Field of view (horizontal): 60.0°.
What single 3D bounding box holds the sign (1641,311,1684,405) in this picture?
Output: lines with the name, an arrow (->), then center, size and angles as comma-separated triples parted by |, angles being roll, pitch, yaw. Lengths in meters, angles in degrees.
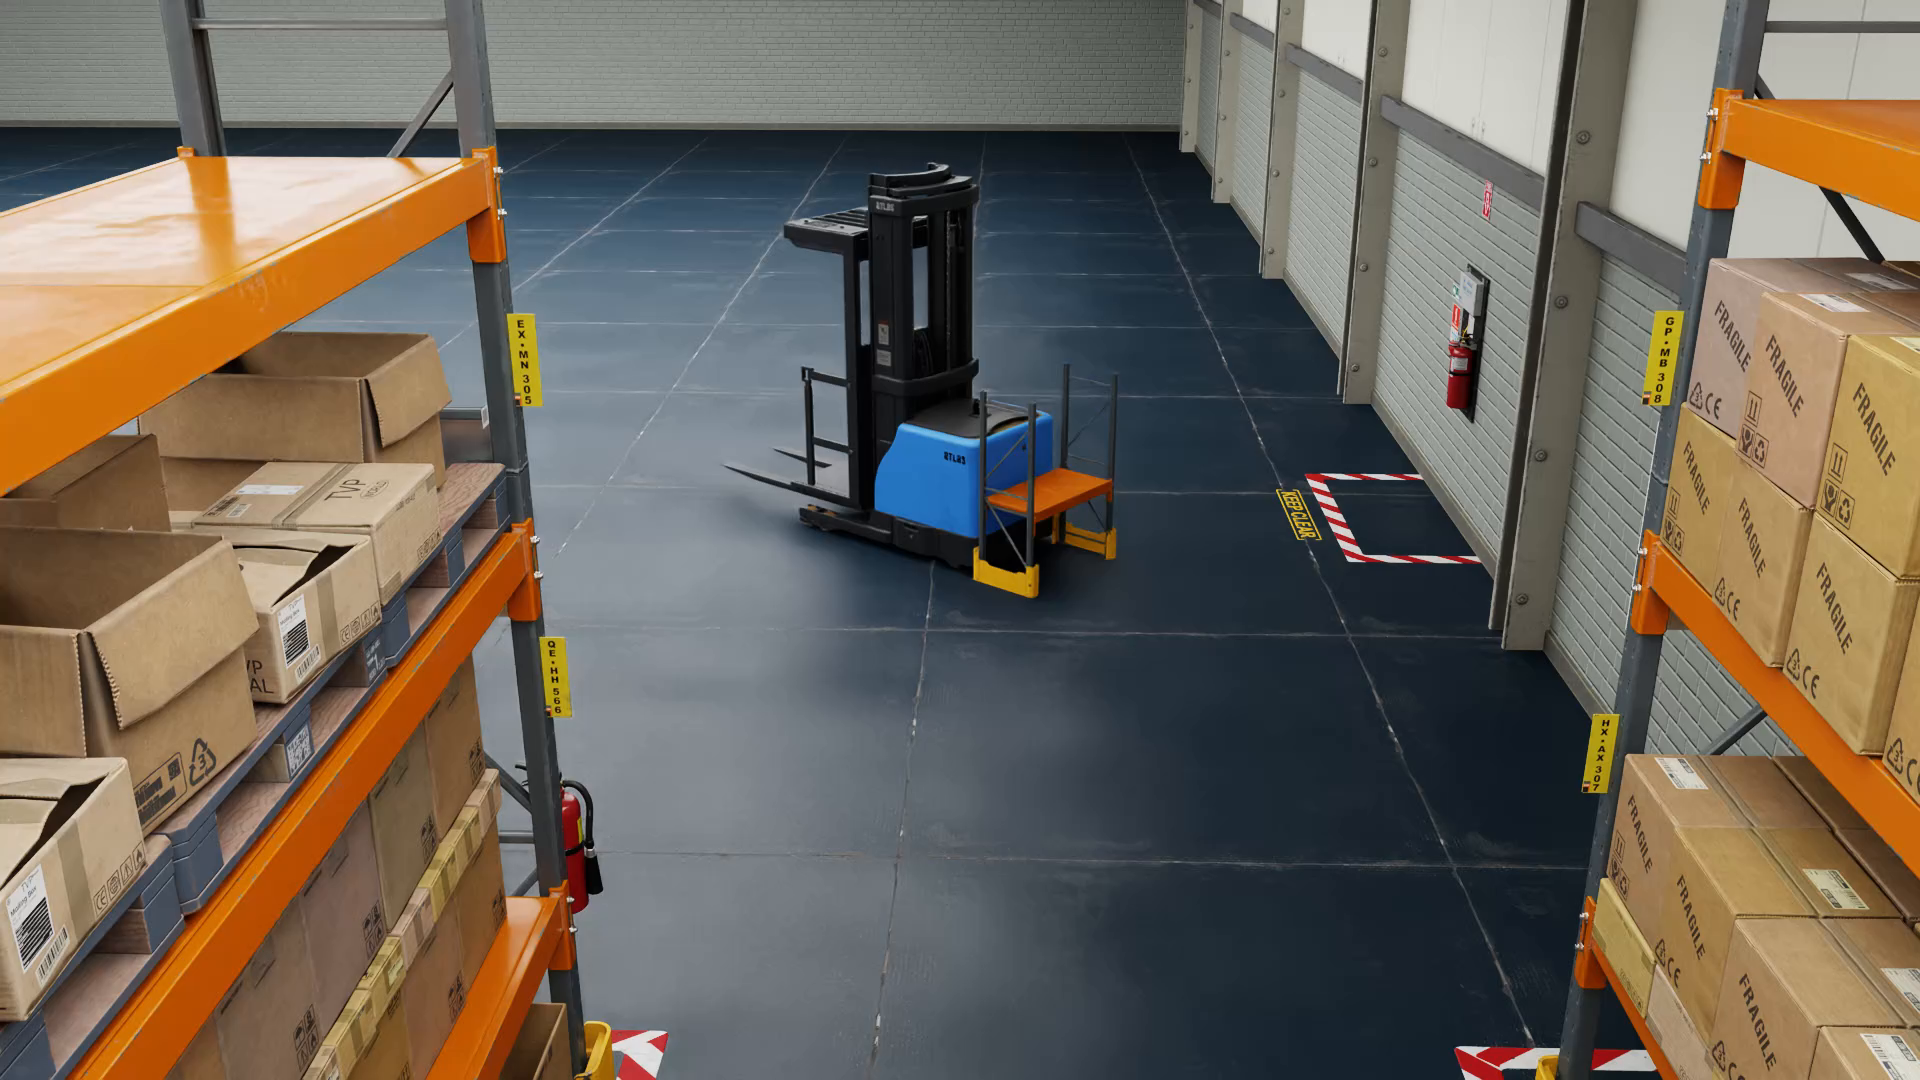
sign -> 2.371, -0.611, 5.603 | 0.100, 0.325, 0.005 | 1, 21, 2

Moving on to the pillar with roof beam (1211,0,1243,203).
pillar with roof beam -> 0.183, -10.059, 27.013 | 9.100, 9.000, 0.400 | 1, 21, 2

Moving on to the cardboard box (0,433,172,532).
cardboard box -> -2.362, 0.039, 4.224 | 0.500, 0.500, 0.500 | 1, 21, 2

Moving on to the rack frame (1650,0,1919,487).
rack frame -> 2.913, -1.596, 5.203 | 1.000, 3.000, 0.127 | 1, 21, 2

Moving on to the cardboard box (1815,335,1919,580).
cardboard box -> 2.588, -0.217, 4.247 | 0.500, 0.500, 0.500 | 1, 21, 3

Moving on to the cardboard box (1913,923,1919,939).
cardboard box -> 3.075, 1.453, 4.780 | 0.500, 0.500, 0.500 | 0, 21, 0

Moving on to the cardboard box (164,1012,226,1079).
cardboard box -> -2.123, 1.418, 3.797 | 0.700, 0.500, 0.500 | 1, 21, 2

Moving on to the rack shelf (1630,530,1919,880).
rack shelf -> 2.852, 0.860, 4.012 | 1.077, 0.370, 4.000 | 1, 21, 2

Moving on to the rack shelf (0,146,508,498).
rack shelf -> -2.099, -0.405, 3.679 | 1.077, 0.370, 4.000 | 1, 21, 2

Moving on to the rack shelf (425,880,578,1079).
rack shelf -> -2.099, 2.206, 4.692 | 1.077, 0.370, 4.000 | 1, 21, 2

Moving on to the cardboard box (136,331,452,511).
cardboard box -> -2.060, -0.353, 5.228 | 0.797, 0.503, 0.637 | 2, 21, 5

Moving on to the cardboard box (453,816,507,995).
cardboard box -> -2.065, 1.269, 5.973 | 0.700, 0.500, 0.500 | 1, 21, 2

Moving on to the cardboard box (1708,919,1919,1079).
cardboard box -> 2.551, 1.446, 4.798 | 0.500, 0.500, 0.500 | 0, 21, 0

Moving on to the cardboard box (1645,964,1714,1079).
cardboard box -> 2.579, 1.622, 5.382 | 0.500, 0.250, 0.500 | 0, 21, 0

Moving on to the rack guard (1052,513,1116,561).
rack guard -> 0.987, -0.031, 13.263 | 0.587, 0.250, 0.087 | 17, 27, 37

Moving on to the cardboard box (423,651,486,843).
cardboard box -> -2.067, 0.684, 5.689 | 0.700, 0.500, 0.500 | 1, 21, 2

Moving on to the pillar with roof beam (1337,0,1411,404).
pillar with roof beam -> -0.182, -5.720, 15.831 | 9.100, 9.000, 0.400 | 1, 21, 2

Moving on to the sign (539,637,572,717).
sign -> -1.496, 0.508, 6.145 | 0.100, 0.325, 0.005 | 1, 21, 2

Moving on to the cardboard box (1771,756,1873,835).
cardboard box -> 3.111, 1.084, 5.731 | 0.500, 0.500, 0.500 | 0, 21, 1

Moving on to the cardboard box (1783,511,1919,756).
cardboard box -> 2.589, 0.246, 4.436 | 0.500, 0.500, 0.500 | 2, 21, 4

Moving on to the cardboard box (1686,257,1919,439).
cardboard box -> 2.659, -0.583, 5.191 | 0.500, 0.500, 0.500 | -1, 21, -2

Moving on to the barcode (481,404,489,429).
barcode -> -1.565, -0.407, 5.483 | 0.001, 0.075, 0.075 | 1, 21, 2

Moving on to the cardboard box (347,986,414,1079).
cardboard box -> -2.097, 1.639, 5.021 | 0.700, 0.500, 0.500 | 1, 21, 2

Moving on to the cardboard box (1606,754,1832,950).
cardboard box -> 2.598, 1.081, 5.740 | 0.500, 0.500, 0.500 | 1, 21, 2

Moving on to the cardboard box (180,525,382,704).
cardboard box -> -1.827, 0.150, 4.199 | 0.500, 0.311, 0.500 | 3, 21, 8

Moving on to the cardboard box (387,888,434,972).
cardboard box -> -1.884, 1.217, 5.212 | 0.380, 0.149, 0.250 | 1, 21, 2

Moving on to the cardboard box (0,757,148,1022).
cardboard box -> -1.865, 0.601, 3.035 | 0.500, 0.311, 0.500 | -1, 21, -1

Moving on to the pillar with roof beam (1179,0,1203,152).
pillar with roof beam -> 0.366, -12.228, 32.604 | 9.100, 9.000, 0.400 | 1, 21, 2

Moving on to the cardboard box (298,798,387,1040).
cardboard box -> -2.092, 1.056, 4.729 | 0.700, 0.500, 0.500 | 1, 21, 2

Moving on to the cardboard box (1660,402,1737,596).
cardboard box -> 2.653, -0.136, 5.420 | 0.500, 0.500, 0.500 | 1, 21, 3

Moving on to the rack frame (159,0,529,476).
rack frame -> -2.038, -1.650, 5.340 | 1.000, 3.000, 0.127 | 1, 21, 2

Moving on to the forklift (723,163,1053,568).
forklift -> -0.706, -1.567, 13.515 | 3.031, 2.935, 1.130 | 17, 27, 36

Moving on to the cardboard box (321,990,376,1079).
cardboard box -> -1.897, 1.407, 4.722 | 0.380, 0.149, 0.250 | 1, 21, 3

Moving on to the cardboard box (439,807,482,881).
cardboard box -> -1.866, 1.033, 5.685 | 0.380, 0.149, 0.250 | 1, 21, 3

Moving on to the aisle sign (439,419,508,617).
aisle sign -> -1.743, -0.085, 6.008 | 0.394, 0.787, 0.004 | 1, 21, 2

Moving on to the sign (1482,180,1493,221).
sign -> 4.152, -2.682, 13.090 | 0.001, 0.298, 0.199 | 1, 21, 2

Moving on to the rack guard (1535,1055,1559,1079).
rack guard -> 2.911, 2.393, 6.670 | 1.175, 0.500, 0.348 | 1, 21, 2

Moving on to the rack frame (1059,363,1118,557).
rack frame -> 1.000, -0.619, 13.050 | 0.500, 1.500, 0.032 | 17, 27, 37

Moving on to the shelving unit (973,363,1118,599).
shelving unit -> 0.666, -0.476, 12.682 | 0.587, 1.500, 1.083 | 17, 27, 37

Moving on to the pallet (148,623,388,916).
pallet -> -2.120, 0.488, 4.101 | 1.003, 0.211, 1.213 | 1, 21, 2

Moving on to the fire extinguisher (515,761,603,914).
fire extinguisher -> -1.570, 1.146, 6.536 | 0.296, 0.674, 0.183 | 1, 21, 2
